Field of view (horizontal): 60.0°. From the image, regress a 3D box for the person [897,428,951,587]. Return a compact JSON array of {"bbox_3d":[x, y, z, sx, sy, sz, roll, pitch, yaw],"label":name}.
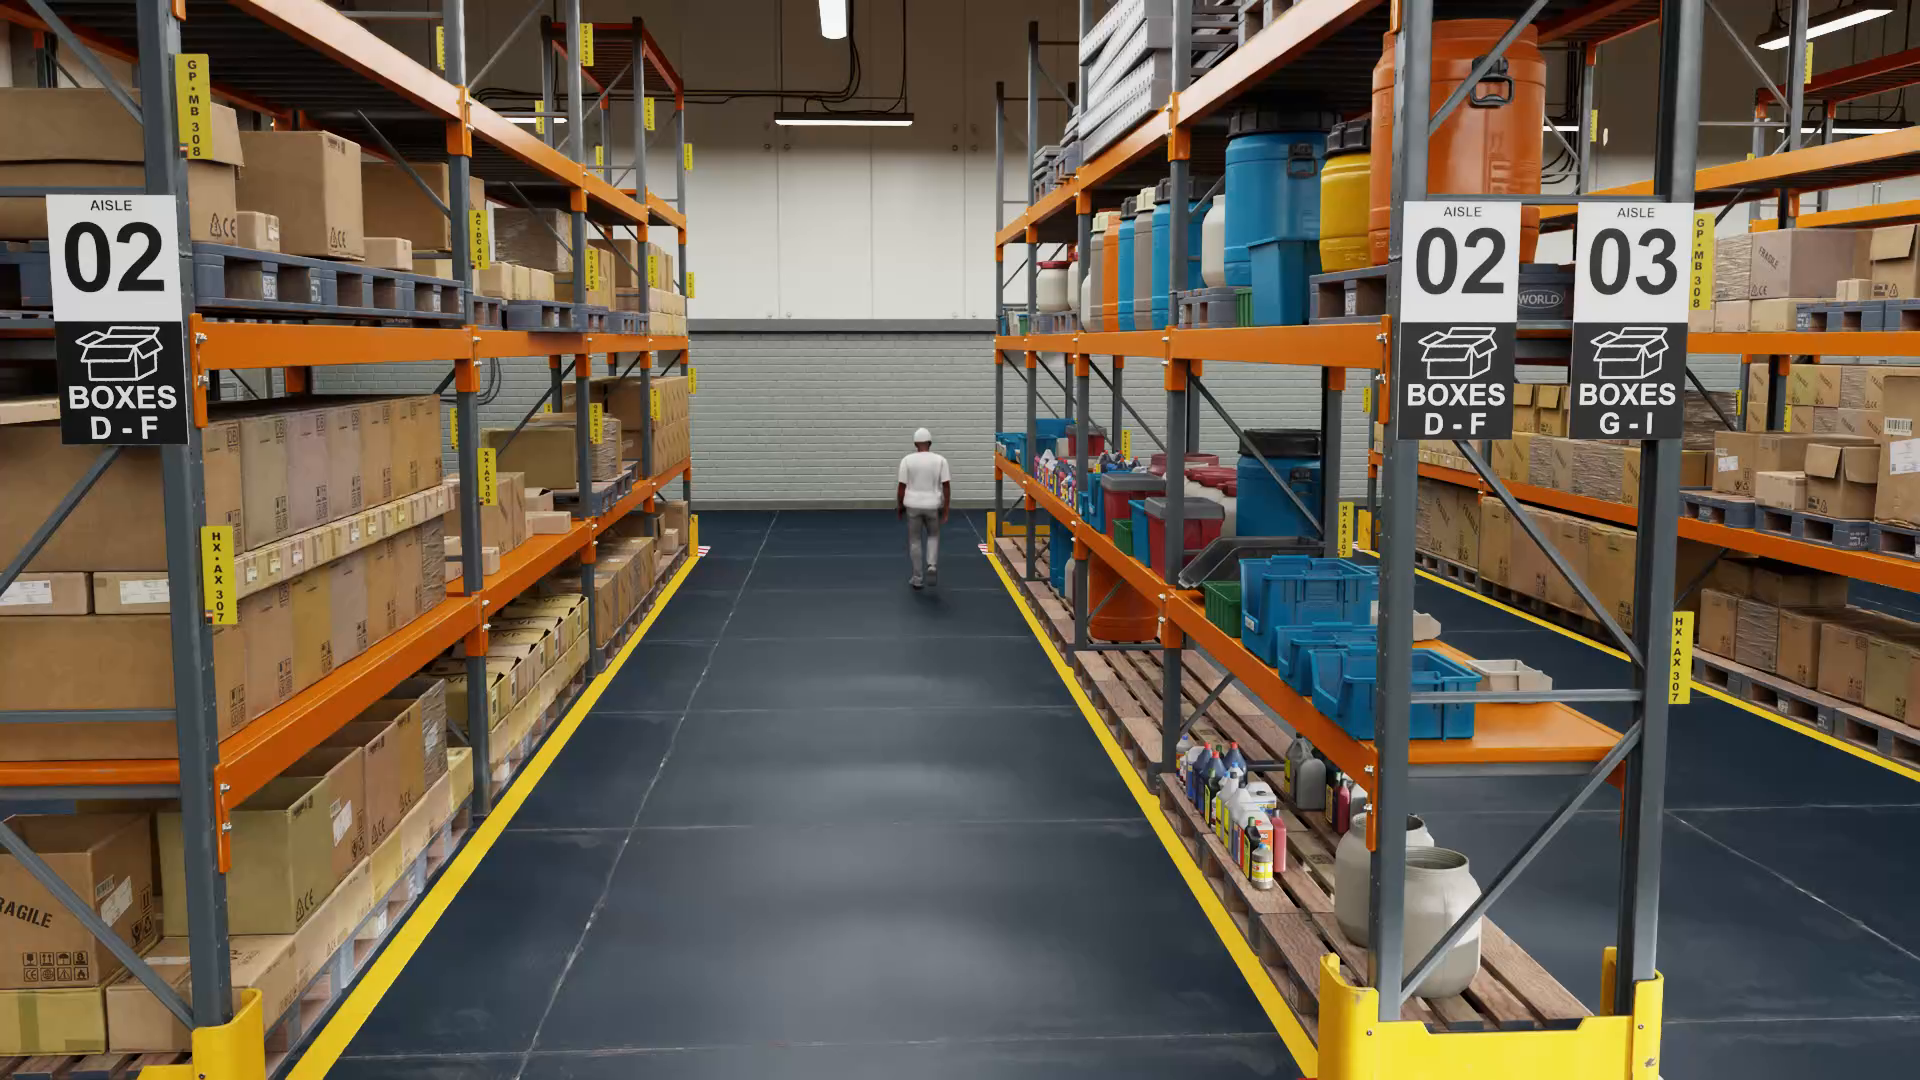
[{"bbox_3d":[-0.411,-0.361,18.532,0.578,1.780,0.463,-1,7,-10],"label":"person"}]
